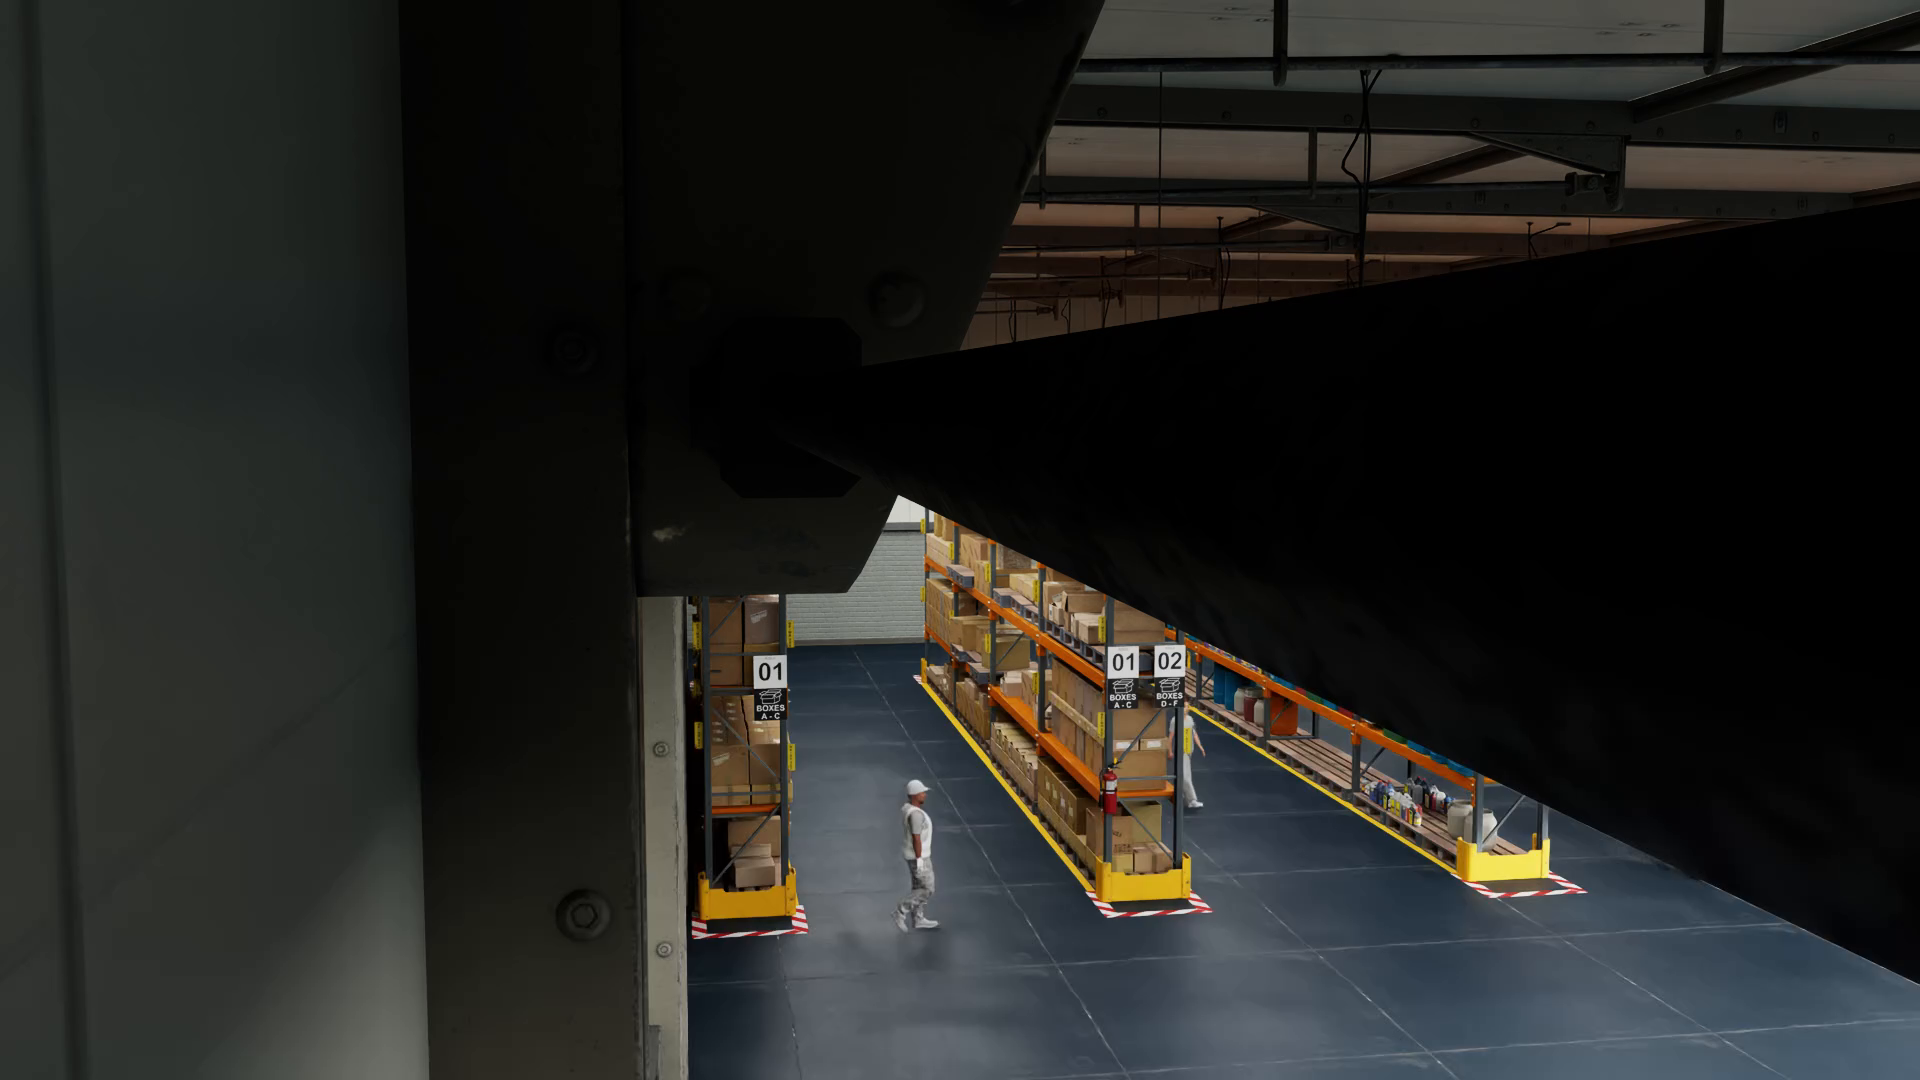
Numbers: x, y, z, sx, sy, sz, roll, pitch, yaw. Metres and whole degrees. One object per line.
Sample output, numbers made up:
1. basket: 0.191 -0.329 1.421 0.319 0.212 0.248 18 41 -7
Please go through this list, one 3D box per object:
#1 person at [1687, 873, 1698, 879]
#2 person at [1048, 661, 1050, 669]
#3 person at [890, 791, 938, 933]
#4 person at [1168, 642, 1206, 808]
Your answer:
1. person: 9.564 3.536 21.931 0.519 1.682 0.939 -1 5 -16
2. person: 1.925 2.202 37.696 0.707 1.641 0.732 0 5 -1
3. person: 12.471 2.329 25.194 28.467 3.536 6.355 -1 5 -12
4. person: 4.267 2.939 29.114 6.602 1.632 5.028 -5 7 -44
